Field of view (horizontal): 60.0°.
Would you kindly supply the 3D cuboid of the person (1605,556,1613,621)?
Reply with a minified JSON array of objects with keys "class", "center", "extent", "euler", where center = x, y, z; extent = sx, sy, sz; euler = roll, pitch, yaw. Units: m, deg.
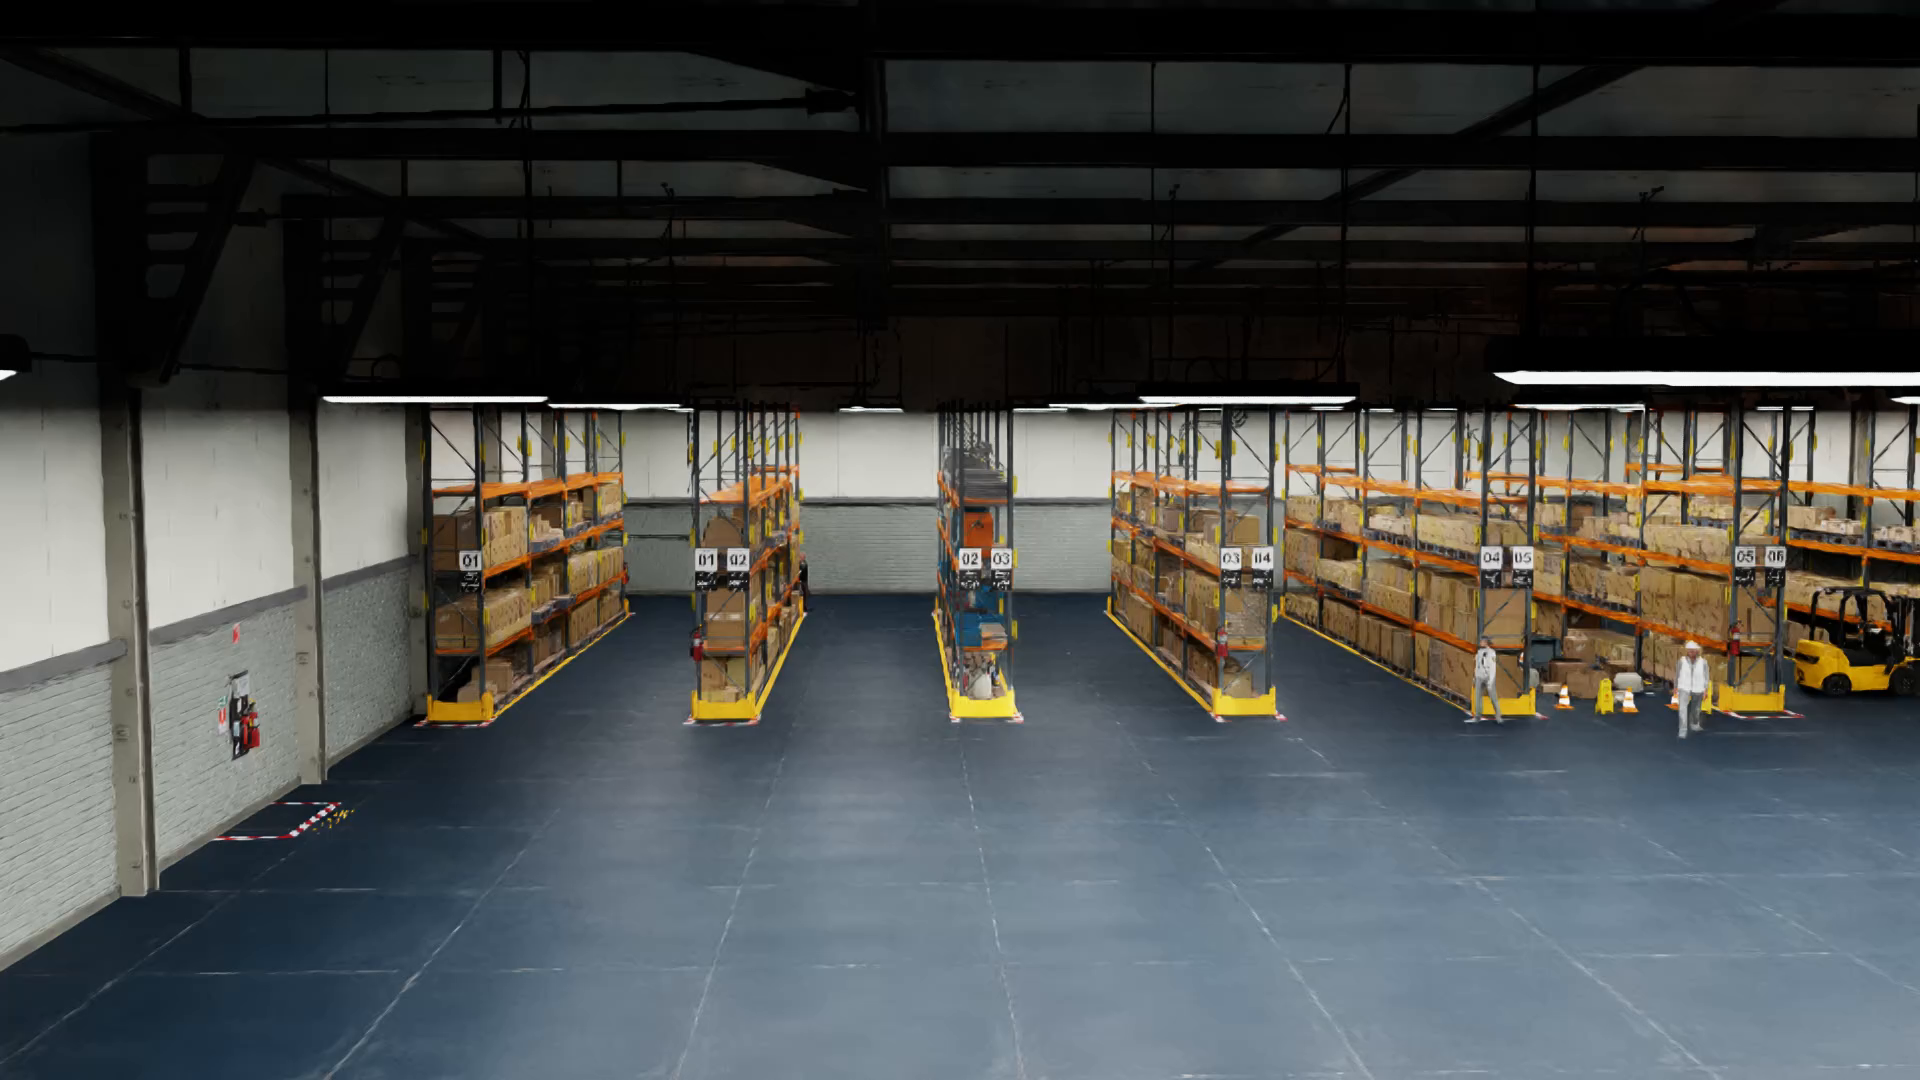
[{"class":"person","center":[17.872,1.325,46.028],"extent":[0.404,1.786,0.655],"euler":[1,4,7]}]

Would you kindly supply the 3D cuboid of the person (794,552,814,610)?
[{"class":"person","center":[-4.624,1.197,48.365],"extent":[0.522,1.719,0.618],"euler":[3,6,38]}]

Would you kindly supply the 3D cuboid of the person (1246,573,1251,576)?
[{"class":"person","center":[7.067,1.692,41.169],"extent":[0.630,1.773,0.678],"euler":[2,5,27]}]

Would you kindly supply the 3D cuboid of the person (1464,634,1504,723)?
[{"class":"person","center":[9.696,2.559,30.759],"extent":[0.641,1.661,0.650],"euler":[-2,5,-23]}]

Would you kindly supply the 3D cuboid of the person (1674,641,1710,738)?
[{"class":"person","center":[12.983,2.630,29.507],"extent":[0.572,1.724,0.961],"euler":[2,5,19]}]
